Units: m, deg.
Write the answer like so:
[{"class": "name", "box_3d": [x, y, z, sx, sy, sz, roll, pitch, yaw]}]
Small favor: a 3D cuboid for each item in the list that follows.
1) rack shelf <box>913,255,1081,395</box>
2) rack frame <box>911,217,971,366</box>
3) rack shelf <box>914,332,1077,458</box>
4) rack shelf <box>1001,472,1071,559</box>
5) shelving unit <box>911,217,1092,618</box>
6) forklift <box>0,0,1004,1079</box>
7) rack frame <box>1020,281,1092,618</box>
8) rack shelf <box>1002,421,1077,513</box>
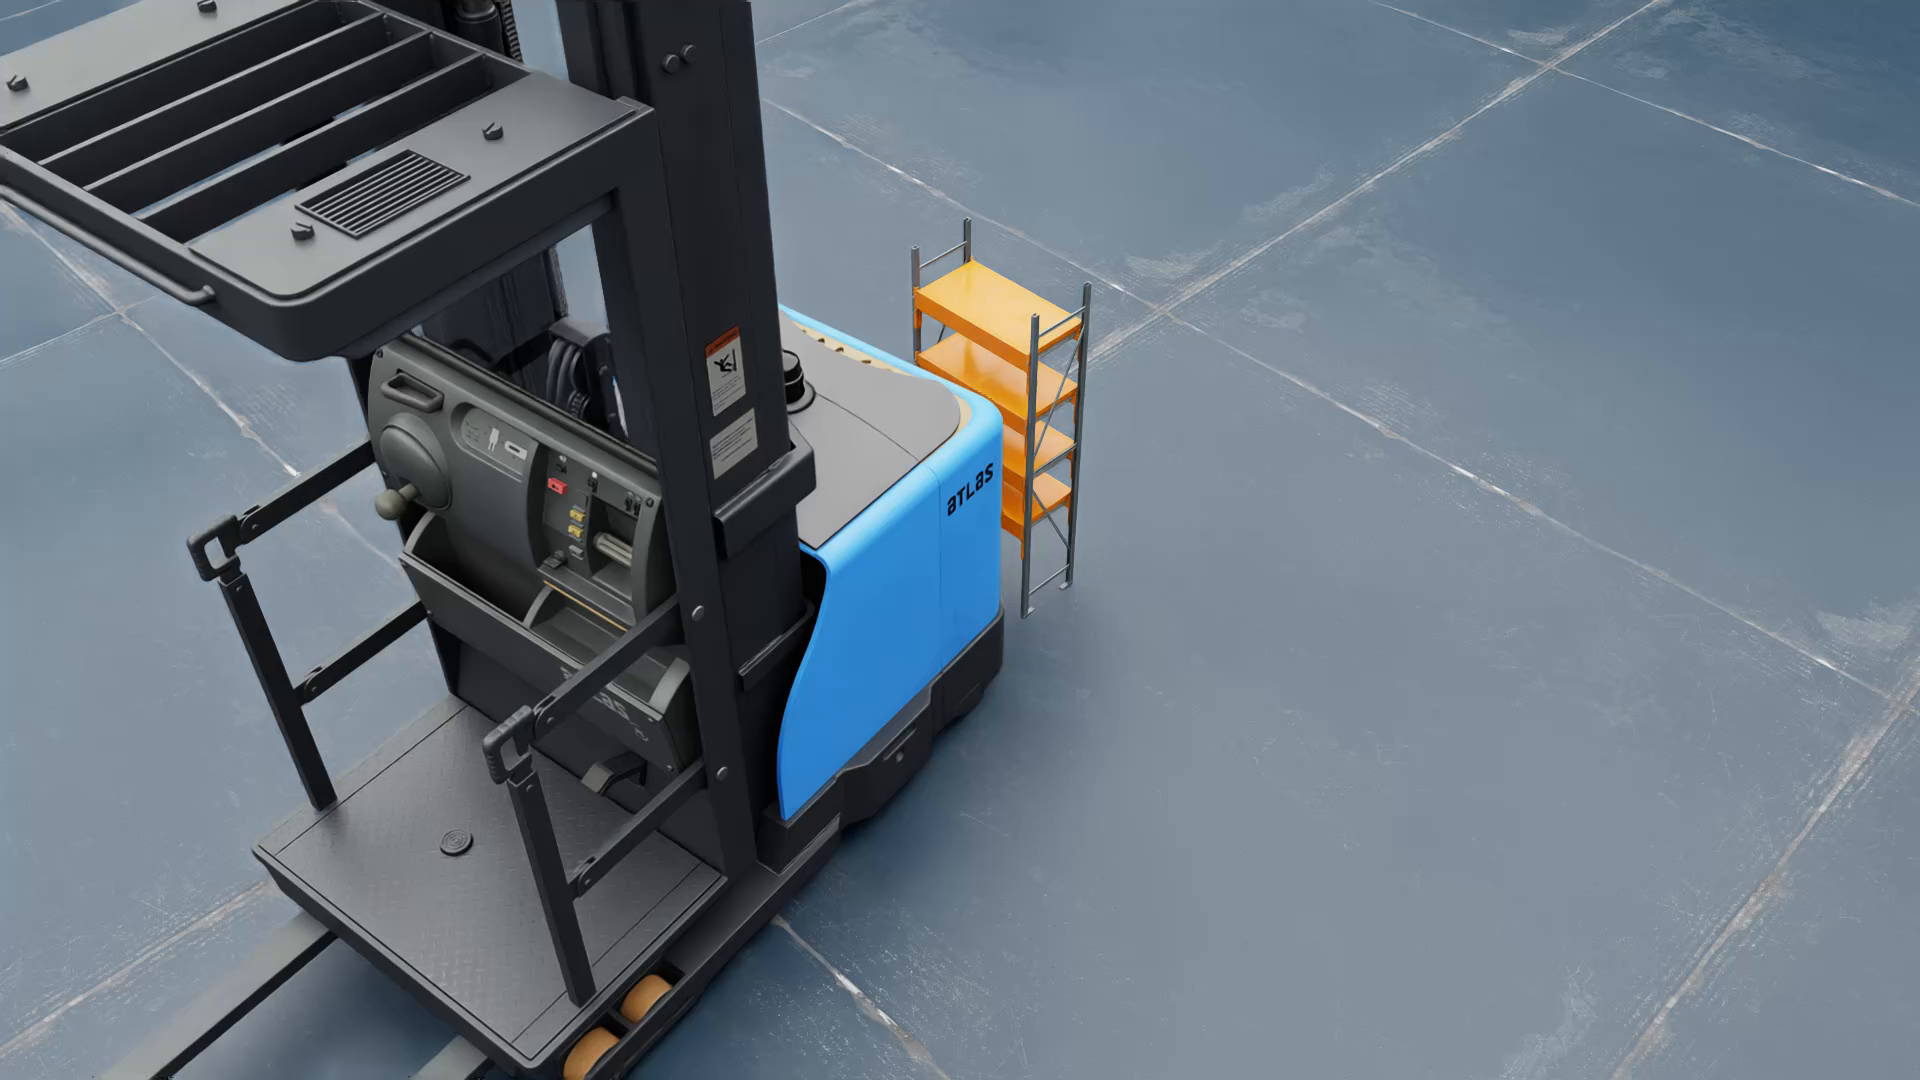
[{"class": "rack shelf", "box_3d": [0.117, -0.650, 4.990, 0.258, 0.148, 0.480, -34, 53, -31]}, {"class": "rack frame", "box_3d": [-0.055, -0.478, 5.384, 0.240, 1.200, 0.015, -34, 53, -31]}, {"class": "rack shelf", "box_3d": [0.117, -0.476, 5.151, 0.258, 0.148, 0.480, -34, 53, -31]}, {"class": "rack shelf", "box_3d": [0.117, -0.166, 5.437, 0.258, 0.148, 0.480, -34, 53, -31]}, {"class": "shelving unit", "box_3d": [0.117, -0.361, 5.257, 0.258, 1.200, 0.503, -34, 53, -31]}, {"class": "forklift", "box_3d": [-1.149, -0.052, 3.647, 1.130, 2.935, 3.031, 27, 49, 26]}, {"class": "rack frame", "box_3d": [0.289, -0.244, 5.130, 0.240, 1.200, 0.015, -34, 53, -31]}, {"class": "rack shelf", "box_3d": [0.117, -0.312, 5.302, 0.258, 0.148, 0.480, -34, 53, -31]}]
